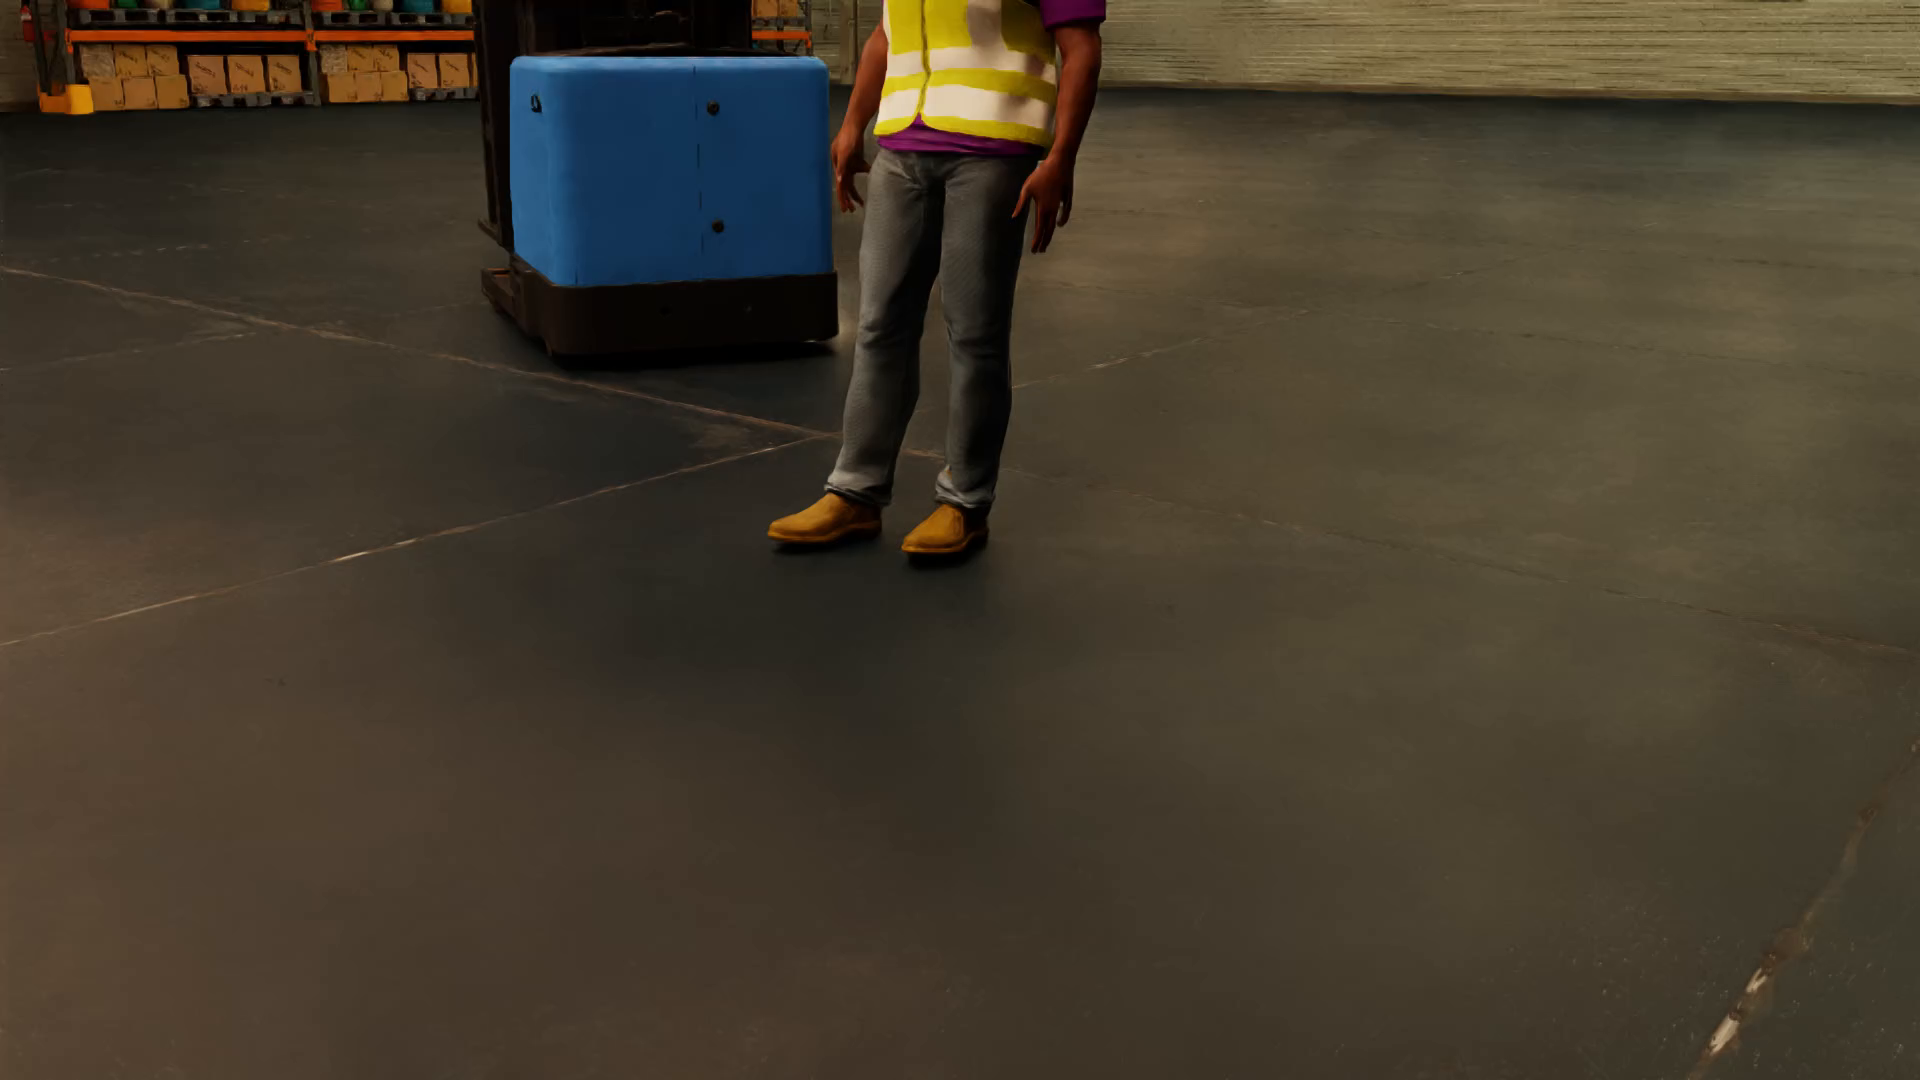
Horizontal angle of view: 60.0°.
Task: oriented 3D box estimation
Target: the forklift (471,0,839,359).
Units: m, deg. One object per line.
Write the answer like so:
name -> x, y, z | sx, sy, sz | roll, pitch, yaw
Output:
forklift -> -1.486, -2.437, 6.925 | 1.130, 2.935, 3.031 | -7, 18, -21

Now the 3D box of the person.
person -> -0.049, -0.837, 3.635 | 0.665, 1.766, 0.576 | 13, 21, 37
